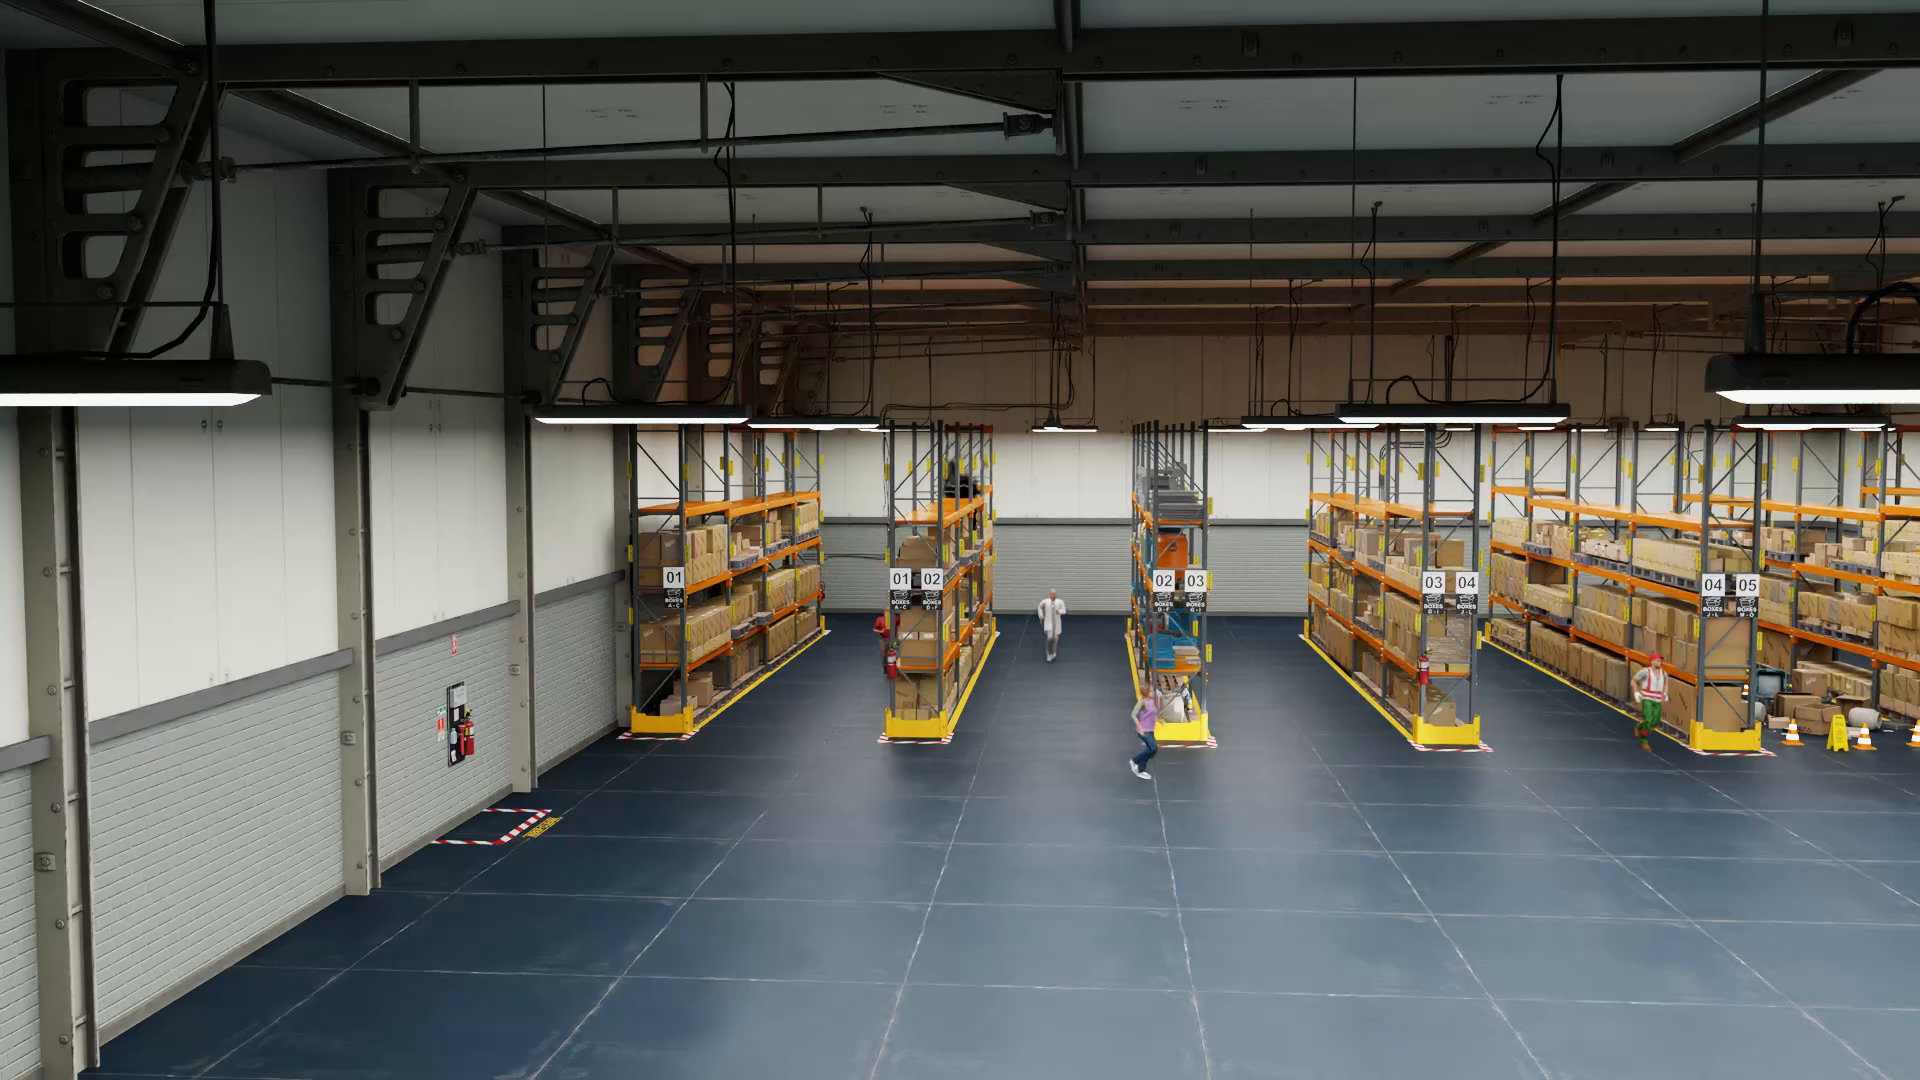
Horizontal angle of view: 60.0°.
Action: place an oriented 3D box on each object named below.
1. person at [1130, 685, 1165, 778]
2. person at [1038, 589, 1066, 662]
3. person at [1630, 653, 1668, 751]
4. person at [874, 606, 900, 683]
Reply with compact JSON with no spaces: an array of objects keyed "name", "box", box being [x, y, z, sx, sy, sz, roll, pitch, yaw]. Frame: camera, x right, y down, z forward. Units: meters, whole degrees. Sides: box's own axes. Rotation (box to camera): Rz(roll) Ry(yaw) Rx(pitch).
[{"name":"person","box":[3.122,3.190,27.707,0.532,1.569,0.549,2,4,31]},{"name":"person","box":[2.349,2.170,42.221,0.669,1.846,0.828,0,4,-7]},{"name":"person","box":[12.645,2.943,30.475,0.709,1.756,0.726,0,4,-7]},{"name":"person","box":[-1.677,2.399,38.593,0.659,1.738,0.966,0,4,-4]}]
